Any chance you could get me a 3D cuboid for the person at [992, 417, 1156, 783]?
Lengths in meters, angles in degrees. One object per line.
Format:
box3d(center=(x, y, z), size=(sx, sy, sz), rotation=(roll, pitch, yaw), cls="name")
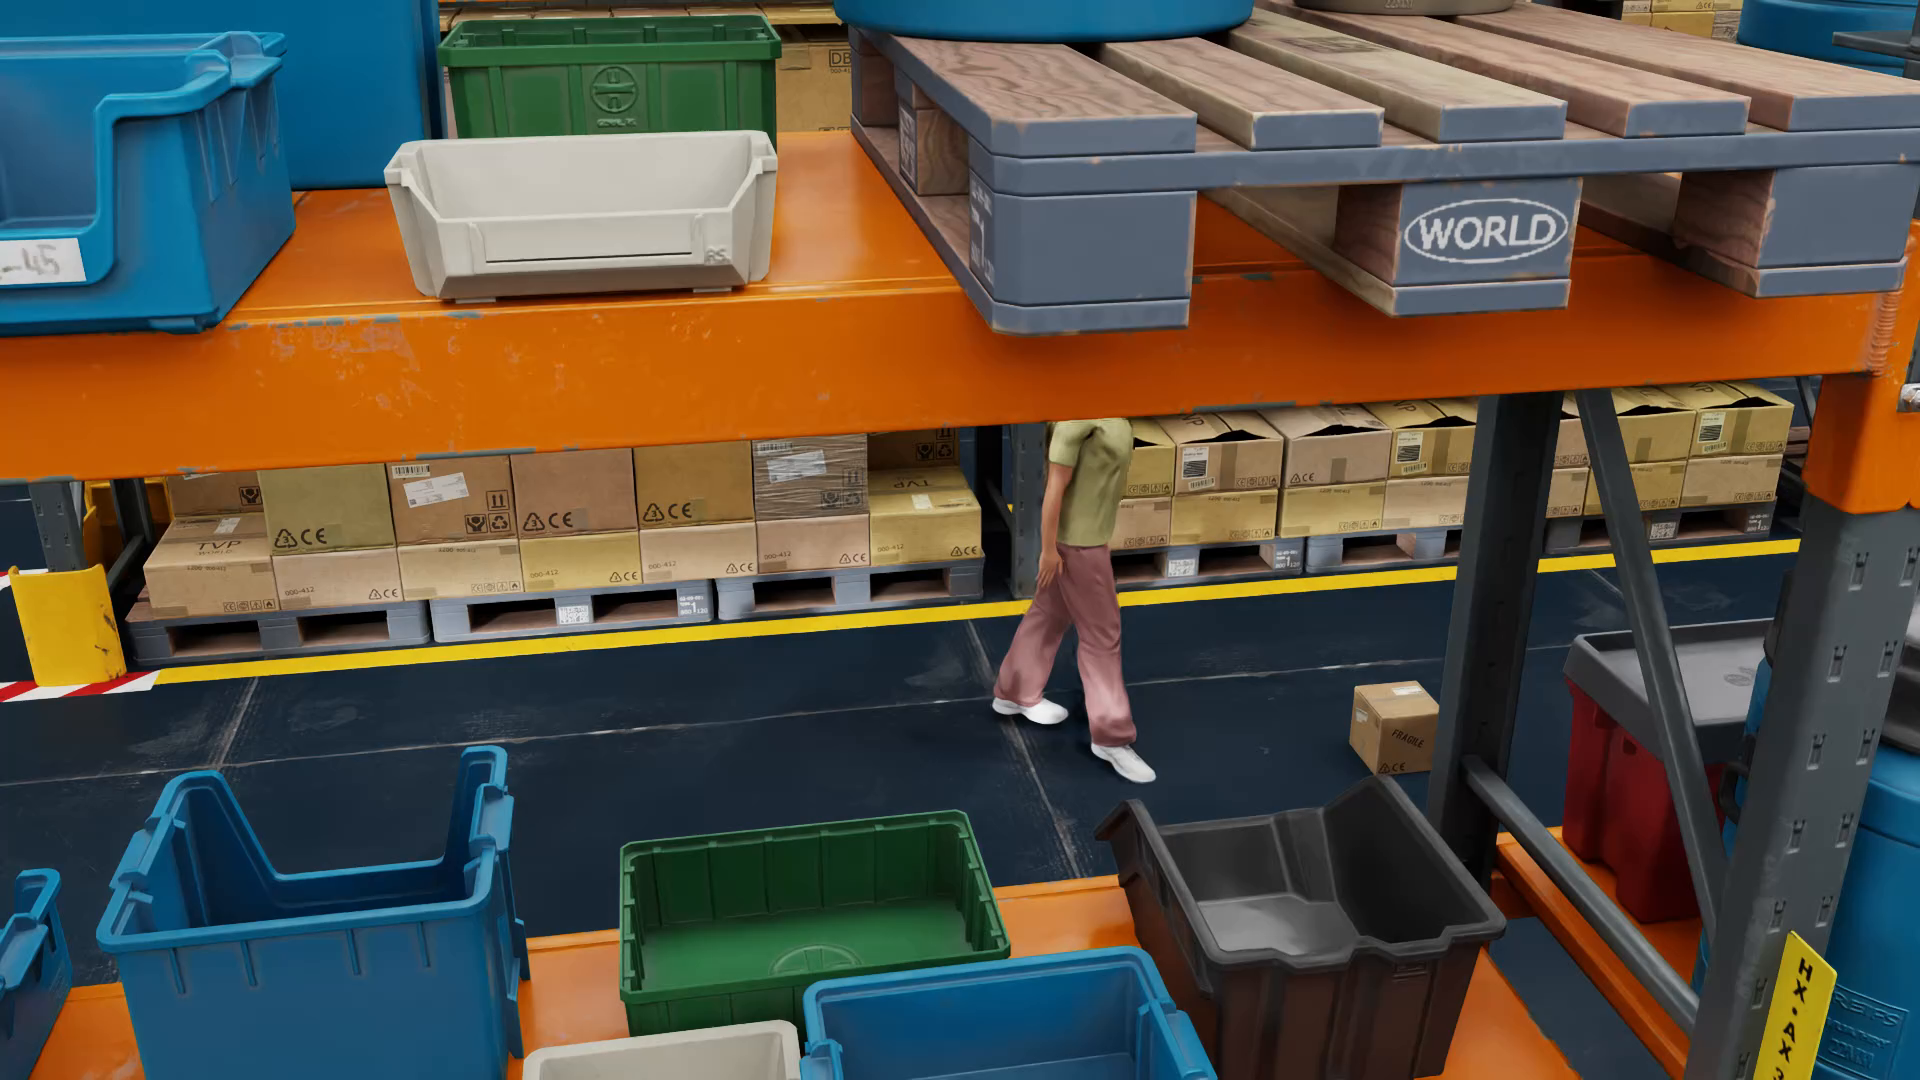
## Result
box3d(center=(0.450, -0.001, 6.113), size=(0.710, 1.679, 0.548), rotation=(7, 24, 15), cls="person")
